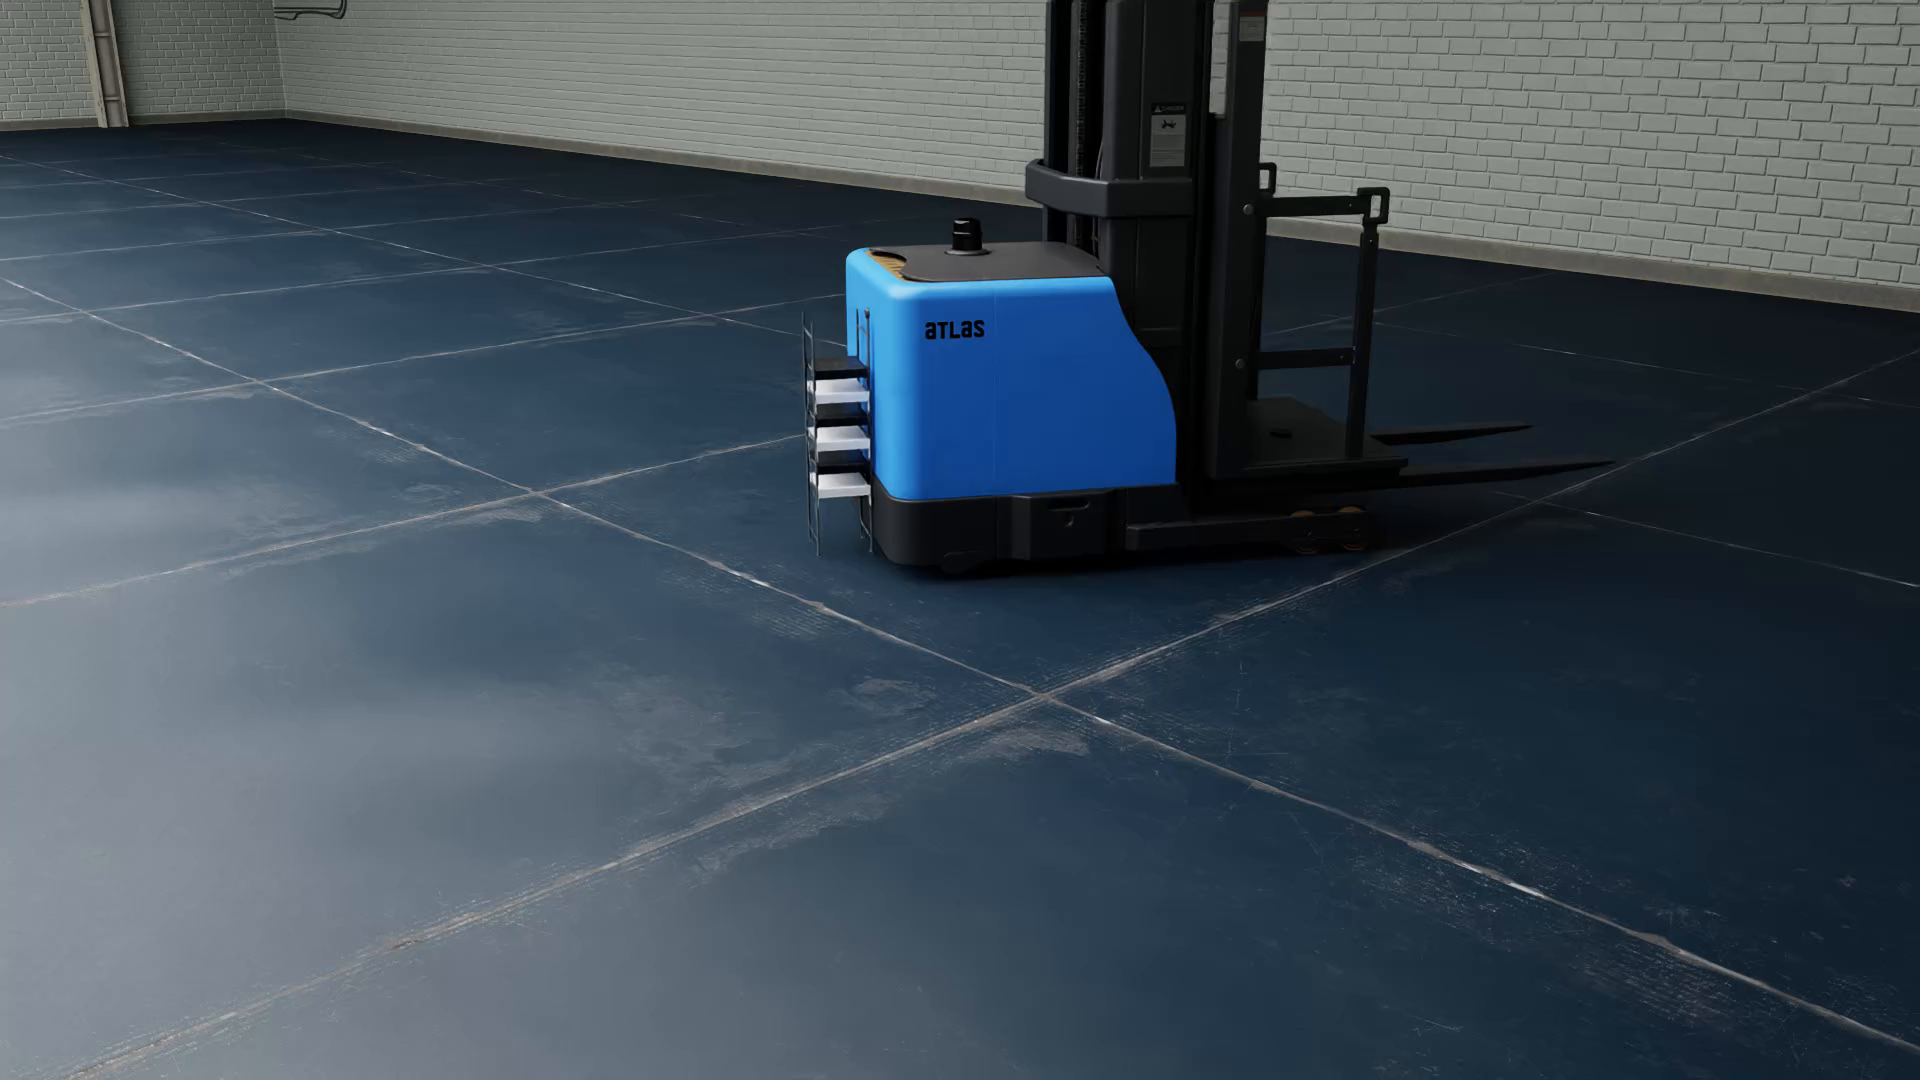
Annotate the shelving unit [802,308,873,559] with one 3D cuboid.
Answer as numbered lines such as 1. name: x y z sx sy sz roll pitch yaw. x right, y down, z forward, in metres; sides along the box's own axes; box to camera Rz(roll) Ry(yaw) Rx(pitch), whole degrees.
1. shelving unit: -0.460 -0.400 6.261 0.210 0.900 0.258 -4 18 -13

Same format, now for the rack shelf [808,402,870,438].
1. rack shelf: -0.460 -0.454 6.243 0.200 0.077 0.258 -4 18 -13

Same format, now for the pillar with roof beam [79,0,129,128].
1. pillar with roof beam: -11.205 -10.237 23.469 0.400 9.000 9.100 -16 24 -41

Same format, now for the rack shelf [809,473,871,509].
1. rack shelf: -0.460 -0.198 6.326 0.200 0.077 0.258 -4 18 -13

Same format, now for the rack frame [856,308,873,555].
1. rack frame: -0.361 -0.408 6.283 0.006 0.900 0.240 -4 18 -13

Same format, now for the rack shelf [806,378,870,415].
1. rack shelf: -0.460 -0.540 6.215 0.200 0.077 0.258 -4 18 -13

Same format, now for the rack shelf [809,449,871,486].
1. rack shelf: -0.460 -0.283 6.299 0.200 0.077 0.258 -4 18 -13

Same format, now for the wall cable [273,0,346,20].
1. wall cable: -11.114 -10.053 27.935 0.112 2.526 3.097 -16 24 -41

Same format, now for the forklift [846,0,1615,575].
1. forklift: 1.111 -1.493 6.336 3.031 2.935 1.130 -4 18 -13

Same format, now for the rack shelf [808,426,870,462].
1. rack shelf: -0.460 -0.369 6.271 0.200 0.077 0.258 -4 18 -13

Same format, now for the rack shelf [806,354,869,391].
1. rack shelf: -0.460 -0.626 6.188 0.200 0.077 0.258 -4 18 -13

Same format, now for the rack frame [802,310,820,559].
1. rack frame: -0.559 -0.393 6.238 0.006 0.900 0.240 -4 18 -13
